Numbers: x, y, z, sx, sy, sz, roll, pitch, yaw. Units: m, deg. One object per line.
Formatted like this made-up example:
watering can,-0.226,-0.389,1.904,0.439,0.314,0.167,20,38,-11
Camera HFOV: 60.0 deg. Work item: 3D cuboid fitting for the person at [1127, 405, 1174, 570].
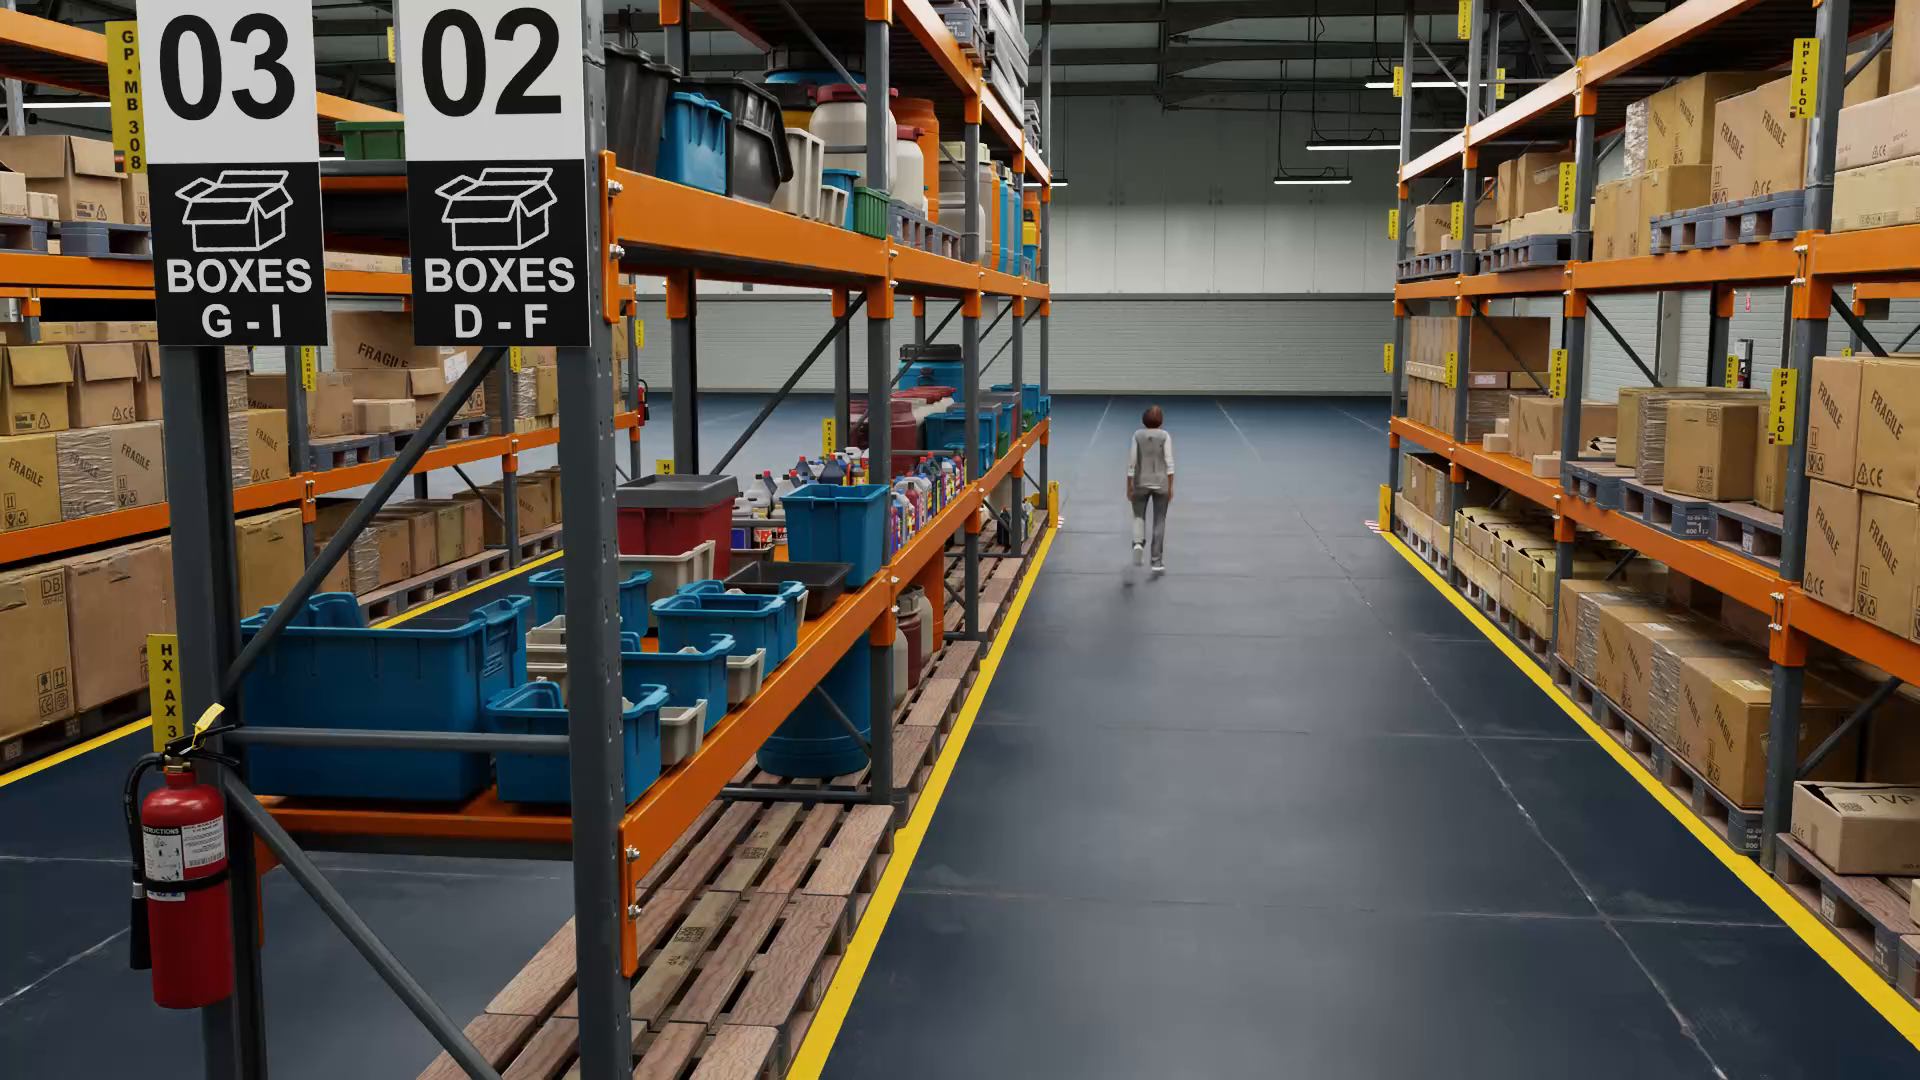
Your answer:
person,1.811,-0.486,15.895,0.449,1.584,0.462,2,8,13
